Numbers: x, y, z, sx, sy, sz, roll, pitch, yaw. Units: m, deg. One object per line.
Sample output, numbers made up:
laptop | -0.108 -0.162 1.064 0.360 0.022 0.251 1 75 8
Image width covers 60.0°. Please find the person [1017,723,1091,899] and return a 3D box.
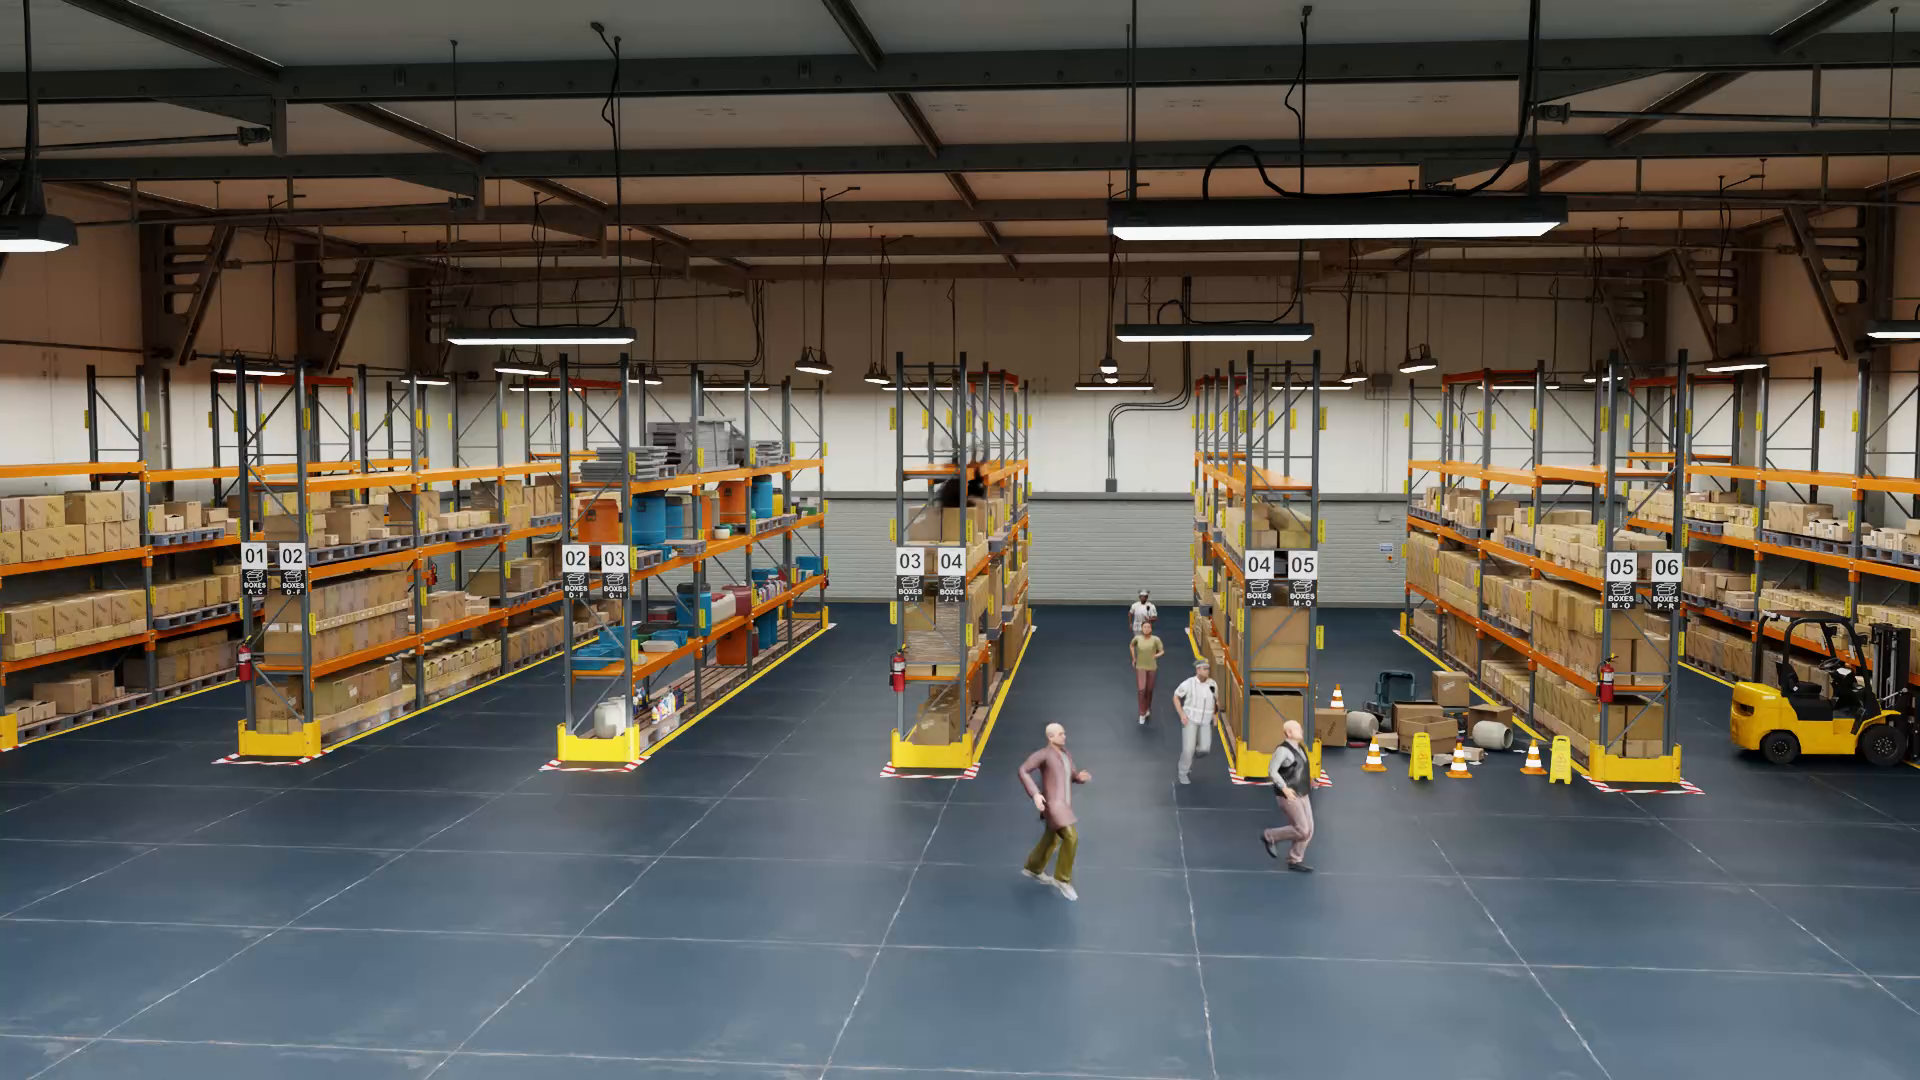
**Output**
person | 1.008 2.865 17.651 0.835 1.849 0.669 2 5 28

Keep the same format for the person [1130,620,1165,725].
person | 3.137 2.192 27.861 0.564 1.716 0.775 0 4 2

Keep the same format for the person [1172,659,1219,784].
person | 3.315 2.508 23.244 0.715 1.727 0.565 -1 4 -16

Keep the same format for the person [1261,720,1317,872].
person | 3.683 2.846 18.574 0.597 1.679 0.671 3 5 34

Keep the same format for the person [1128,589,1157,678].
person | 3.608 1.813 32.760 0.551 1.721 0.885 0 4 5
